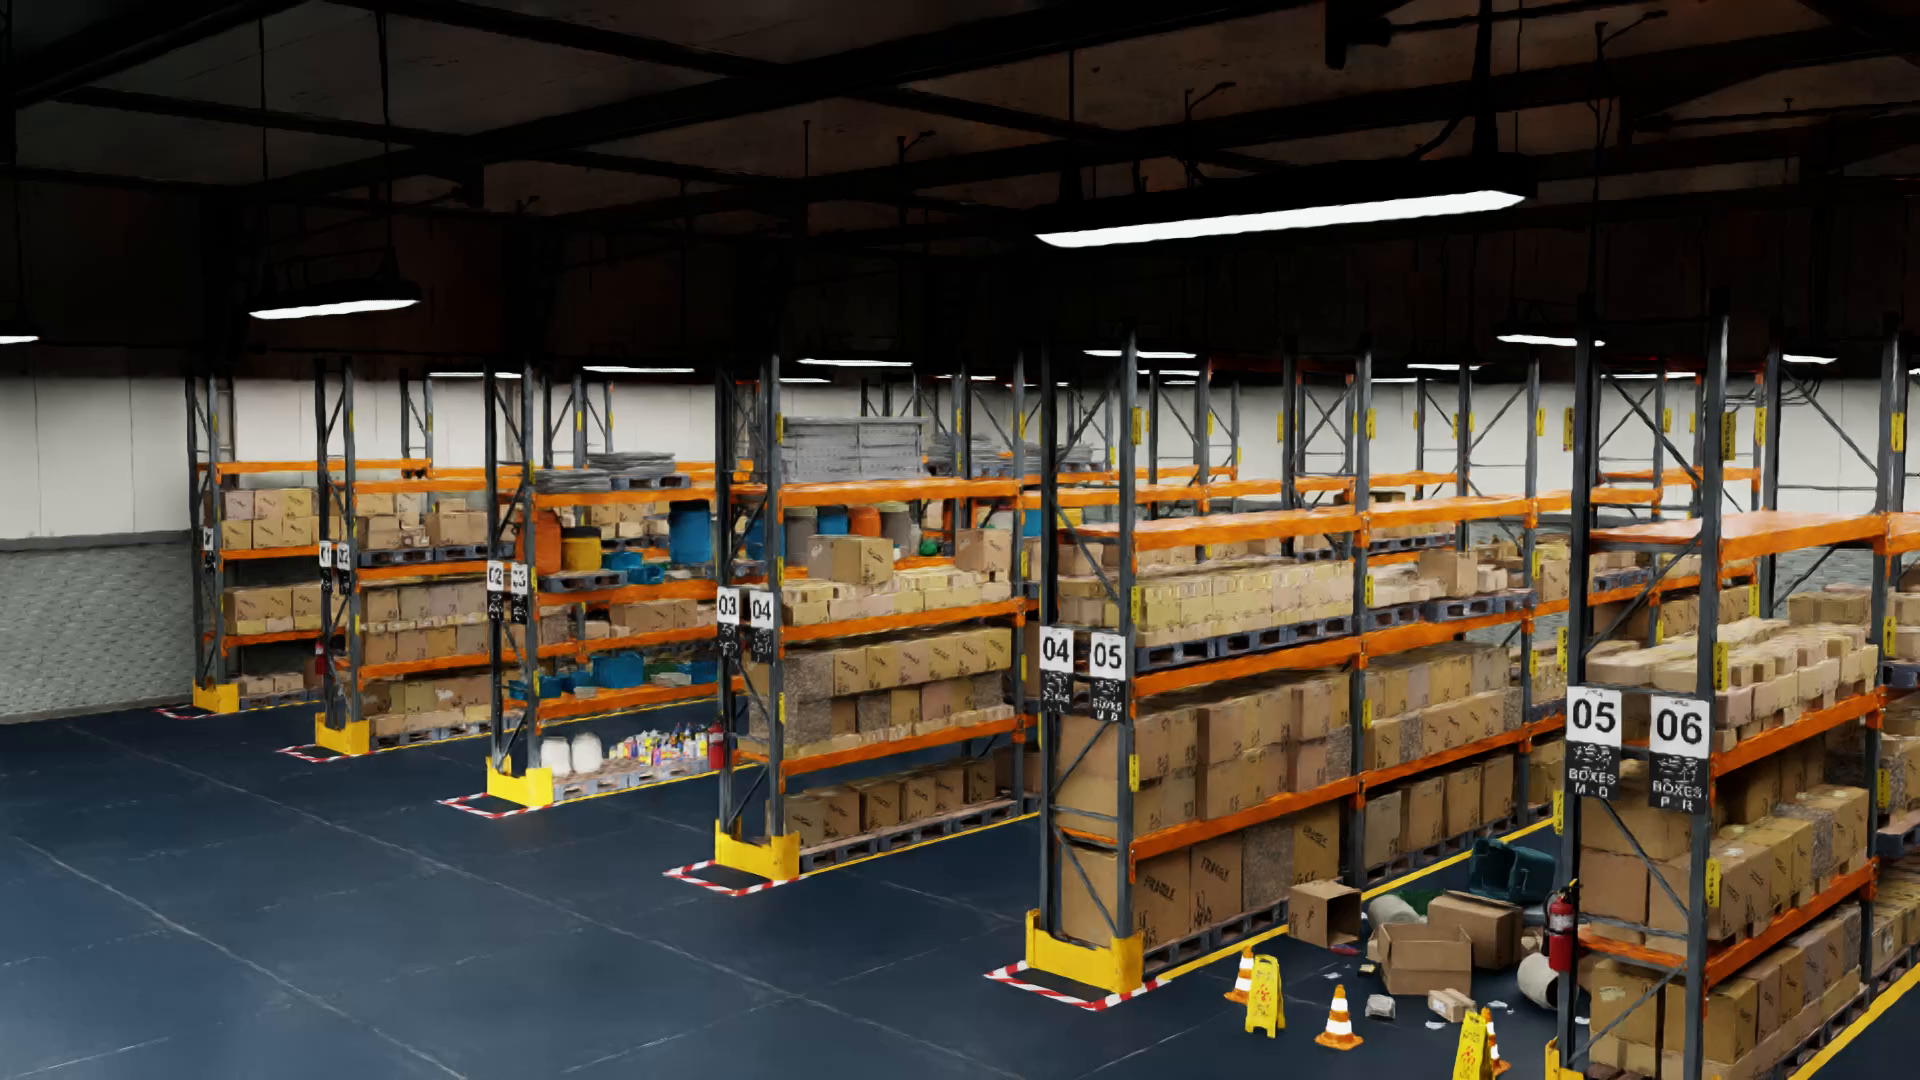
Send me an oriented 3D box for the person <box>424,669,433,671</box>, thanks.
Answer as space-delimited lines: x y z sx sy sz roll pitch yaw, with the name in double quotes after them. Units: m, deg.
-9.283 2.120 29.173 0.609 1.604 0.814 2 5 28 "person"
